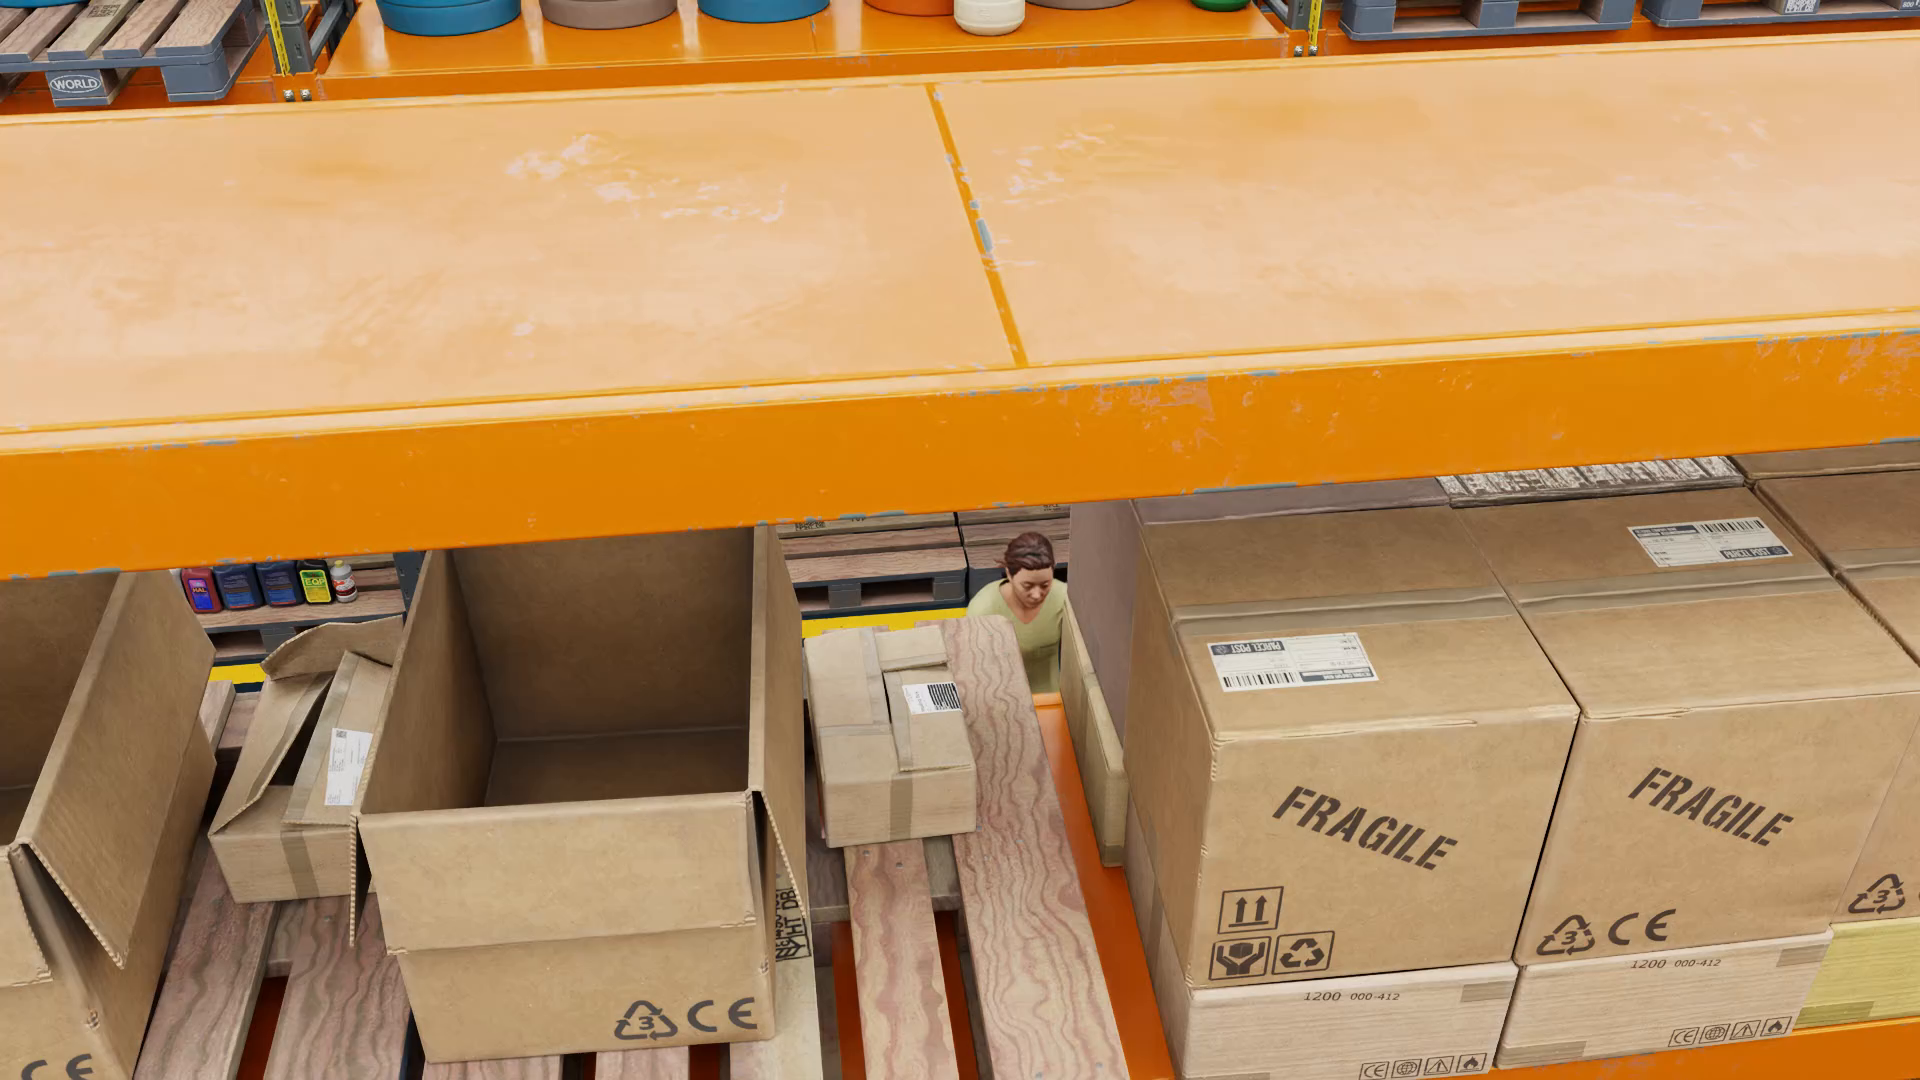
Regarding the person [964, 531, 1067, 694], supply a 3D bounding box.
[{"bbox_3d":[0.232,0.669,6.316,0.493,1.673,0.414,-6,35,-8],"label":"person"}]
